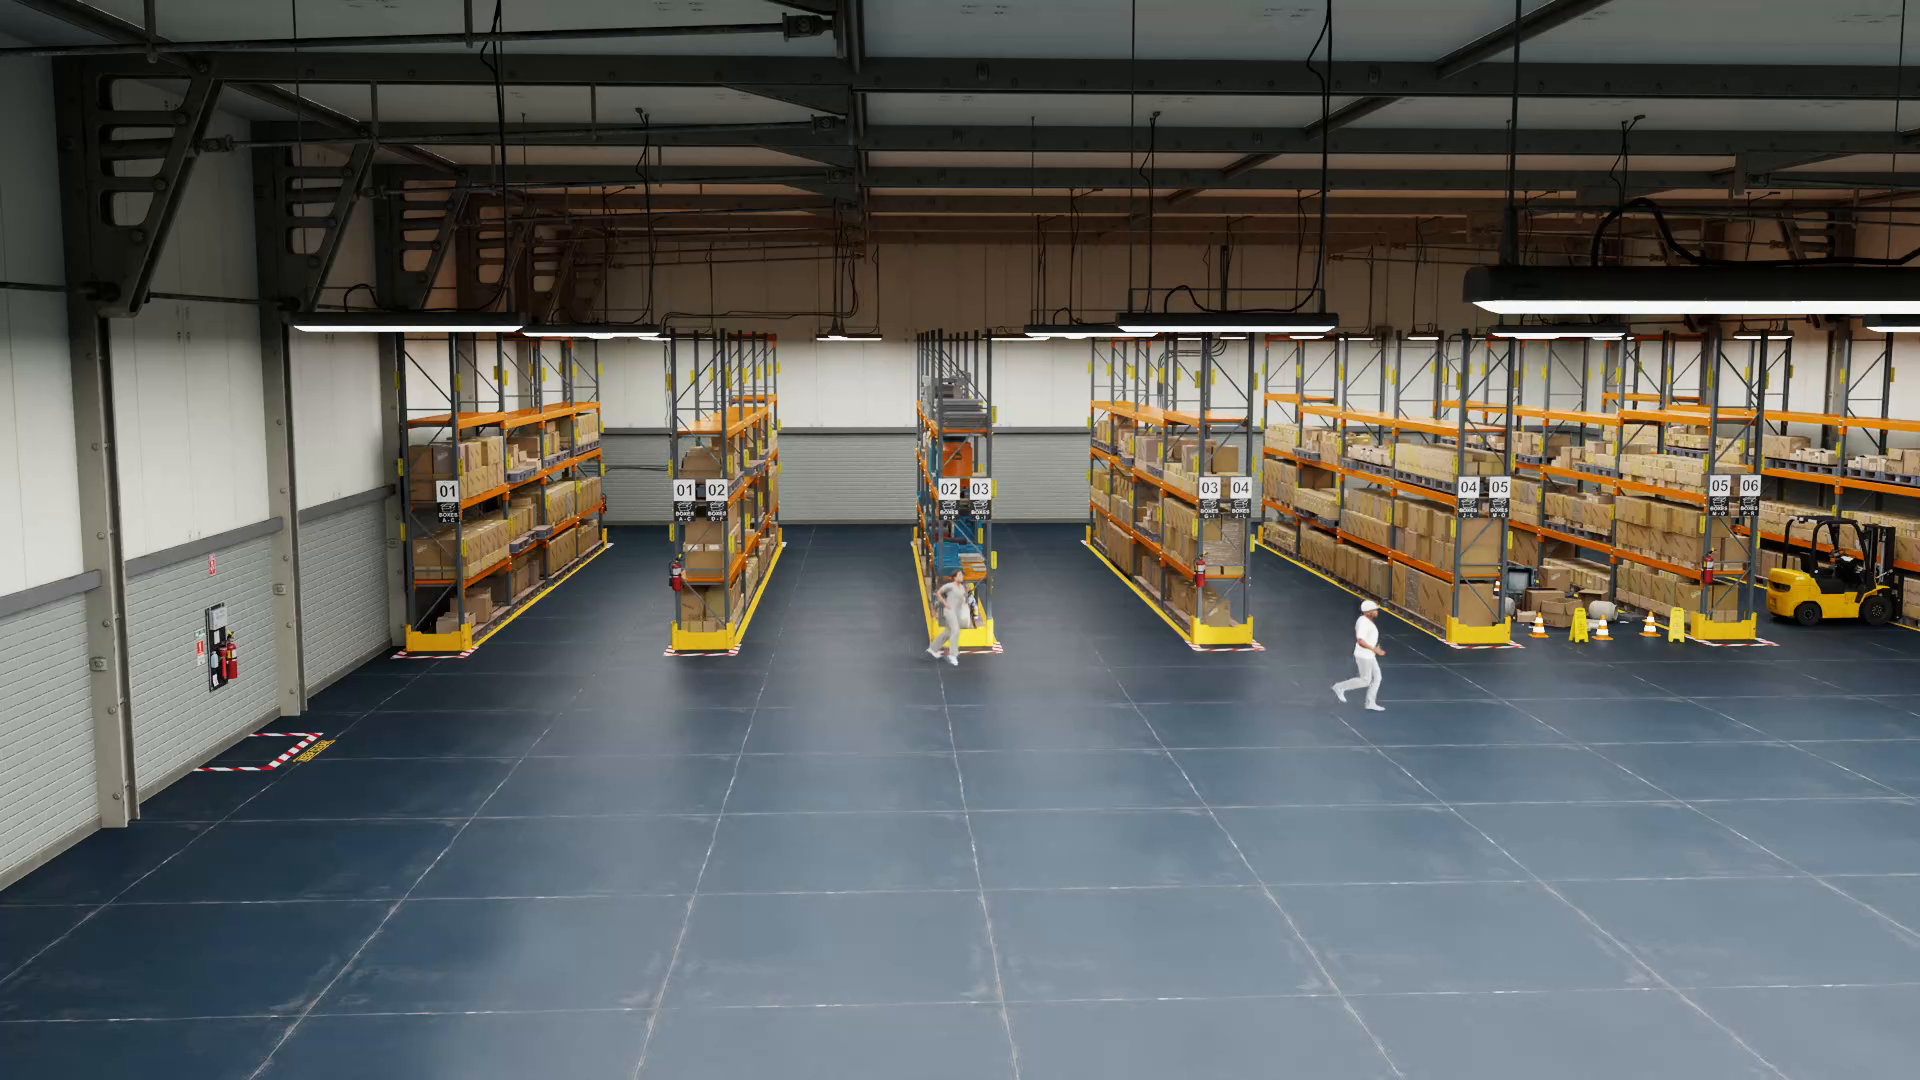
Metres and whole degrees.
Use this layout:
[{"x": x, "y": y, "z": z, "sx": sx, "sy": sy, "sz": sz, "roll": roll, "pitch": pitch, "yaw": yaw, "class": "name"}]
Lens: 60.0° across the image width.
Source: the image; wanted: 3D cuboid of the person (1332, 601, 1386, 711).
[{"x": 6.267, "y": 1.806, "z": 26.041, "sx": 0.815, "sy": 1.739, "sz": 0.678, "roll": 2, "pitch": 7, "yaw": 17, "class": "person"}]

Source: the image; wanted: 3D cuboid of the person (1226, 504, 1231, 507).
[{"x": 7.539, "y": -0.504, "z": 45.589, "sx": 0.685, "sy": 1.738, "sz": 0.599, "roll": -1, "pitch": 7, "yaw": -6, "class": "person"}]

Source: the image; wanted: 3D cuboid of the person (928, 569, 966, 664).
[{"x": -0.187, "y": 1.375, "z": 30.180, "sx": 0.747, "sy": 1.716, "sz": 0.609, "roll": 5, "pitch": 8, "yaw": 34, "class": "person"}]

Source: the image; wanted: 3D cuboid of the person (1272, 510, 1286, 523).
[{"x": 9.553, "y": -0.892, "z": 49.186, "sx": 0.794, "sy": 1.730, "sz": 0.624, "roll": 0, "pitch": 7, "yaw": 1, "class": "person"}]
